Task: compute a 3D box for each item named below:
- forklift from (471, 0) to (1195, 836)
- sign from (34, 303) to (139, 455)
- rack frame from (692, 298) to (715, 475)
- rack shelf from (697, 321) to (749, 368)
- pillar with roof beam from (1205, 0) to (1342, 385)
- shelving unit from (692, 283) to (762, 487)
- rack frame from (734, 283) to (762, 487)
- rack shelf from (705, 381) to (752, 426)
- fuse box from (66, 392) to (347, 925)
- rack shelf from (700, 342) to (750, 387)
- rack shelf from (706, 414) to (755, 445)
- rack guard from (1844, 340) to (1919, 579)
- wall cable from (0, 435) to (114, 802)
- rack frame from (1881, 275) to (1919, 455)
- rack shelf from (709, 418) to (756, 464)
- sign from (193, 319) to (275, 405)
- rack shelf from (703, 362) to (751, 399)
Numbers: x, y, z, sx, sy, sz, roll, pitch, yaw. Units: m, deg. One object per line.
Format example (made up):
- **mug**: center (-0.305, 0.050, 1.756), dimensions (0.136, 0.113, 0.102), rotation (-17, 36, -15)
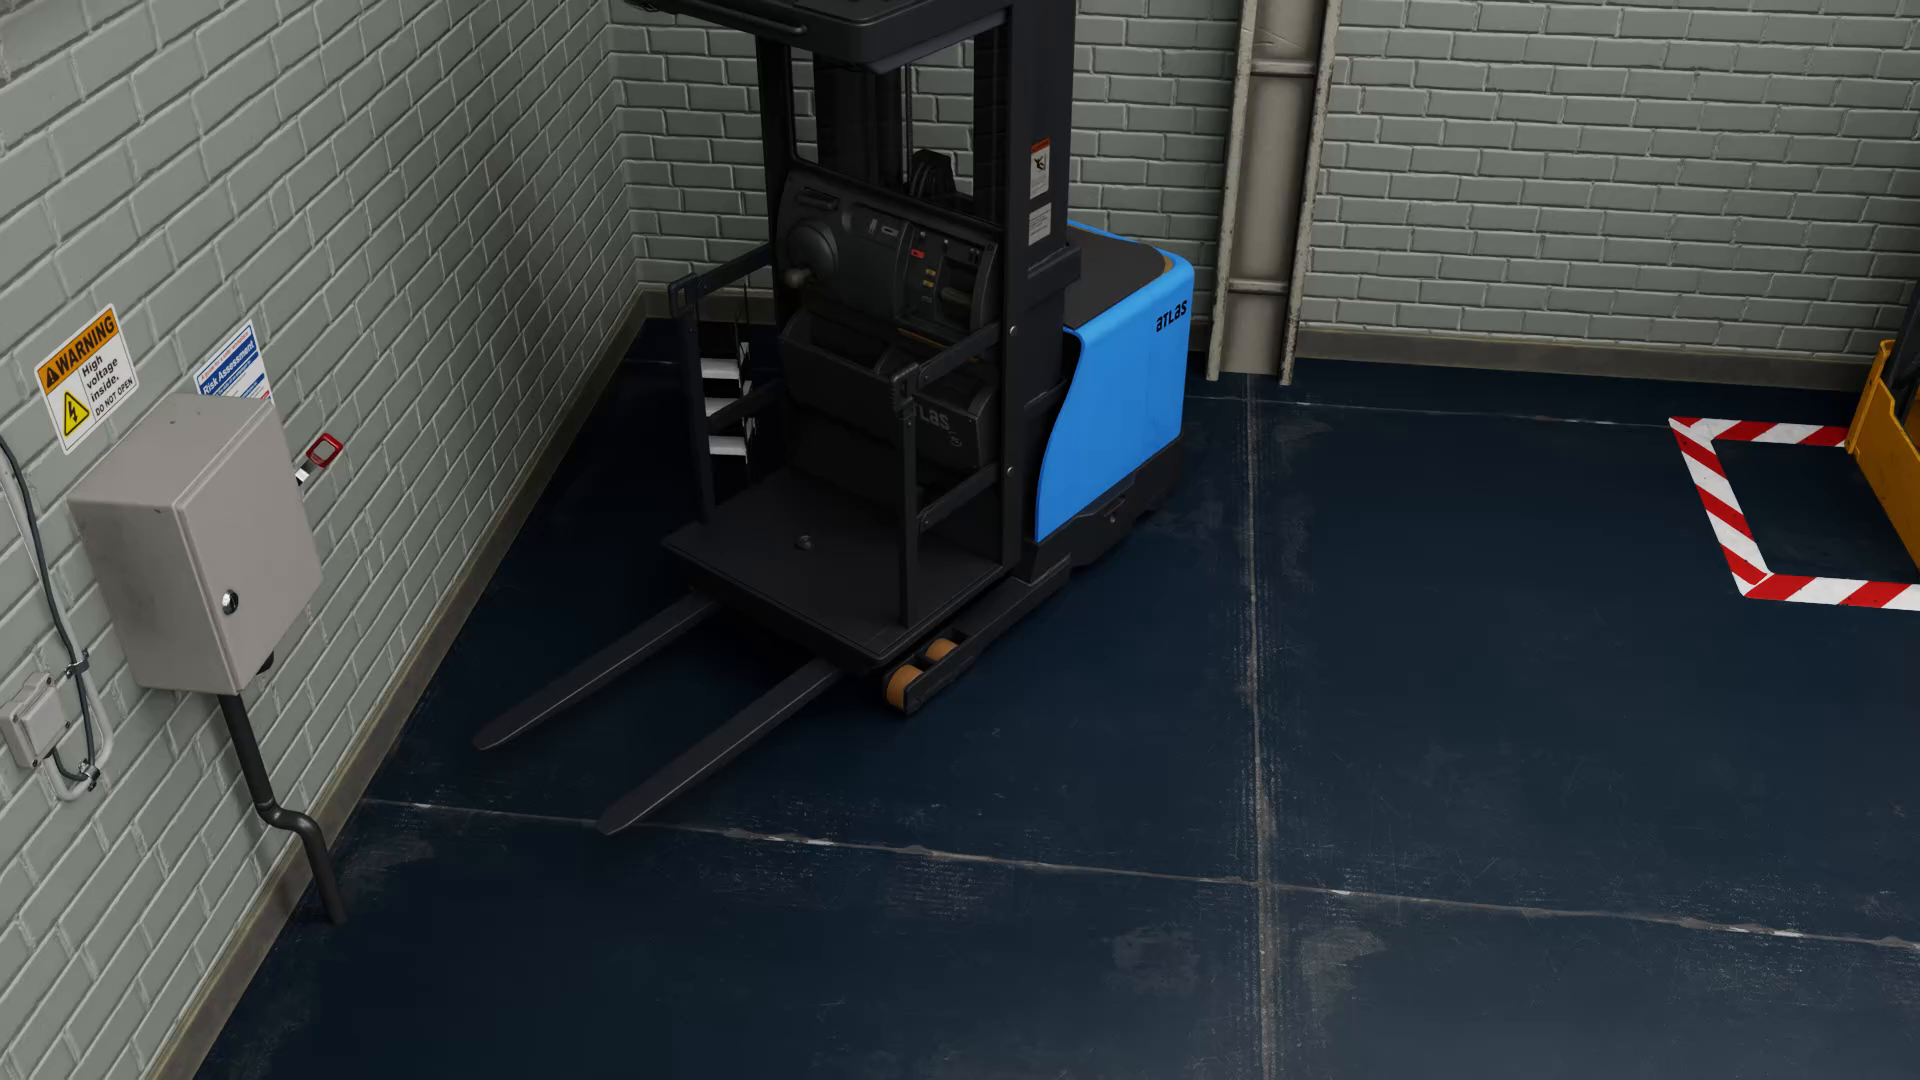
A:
- **forklift**: center (-0.392, -0.911, 5.503), dimensions (1.130, 2.935, 3.031), rotation (25, 43, 31)
- **sign**: center (-2.097, -0.390, 4.004), dimensions (0.001, 0.242, 0.339), rotation (4, 36, 6)
- **rack frame**: center (-1.069, -0.599, 6.815), dimensions (0.006, 0.900, 0.240), rotation (2, 36, 3)
- **rack shelf**: center (-0.967, -0.787, 6.671), dimensions (0.200, 0.077, 0.258), rotation (2, 36, 3)
- **pillar with roof beam**: center (0.820, -2.008, 1.817), dimensions (0.400, 9.000, 9.100), rotation (4, 36, 6)
- **shelving unit**: center (-0.967, -0.595, 6.809), dimensions (0.210, 0.900, 0.258), rotation (2, 36, 3)
- **rack frame**: center (-0.866, -0.590, 6.803), dimensions (0.006, 0.900, 0.240), rotation (2, 36, 3)
- **rack shelf**: center (-0.967, -0.568, 6.828), dimensions (0.200, 0.077, 0.258), rotation (2, 36, 3)
- **fuse box**: center (-1.885, 0.454, 4.641), dimensions (0.414, 1.711, 0.539), rotation (4, 36, 6)
- **rack shelf**: center (-0.967, -0.714, 6.723), dimensions (0.200, 0.077, 0.258), rotation (2, 36, 3)
- **rack shelf**: center (-0.967, -0.494, 6.880), dimensions (0.200, 0.077, 0.258), rotation (2, 36, 3)
- **rack guard**: center (4.003, -0.305, 6.746), dimensions (0.348, 0.500, 1.175), rotation (4, 36, 6)
- **wall cable**: center (-2.128, -0.103, 3.437), dimensions (0.122, 1.984, 0.588), rotation (4, 36, 6)
- **rack frame**: center (3.927, -1.328, 6.028), dimensions (0.127, 3.000, 1.000), rotation (4, 36, 6)
- **rack shelf**: center (-0.967, -0.421, 6.933), dimensions (0.200, 0.077, 0.258), rotation (2, 36, 3)
- **sign**: center (-2.027, -0.332, 4.715), dimensions (0.001, 0.494, 0.329), rotation (4, 36, 6)
- **rack shelf**: center (-0.967, -0.641, 6.776), dimensions (0.200, 0.077, 0.258), rotation (2, 36, 3)
